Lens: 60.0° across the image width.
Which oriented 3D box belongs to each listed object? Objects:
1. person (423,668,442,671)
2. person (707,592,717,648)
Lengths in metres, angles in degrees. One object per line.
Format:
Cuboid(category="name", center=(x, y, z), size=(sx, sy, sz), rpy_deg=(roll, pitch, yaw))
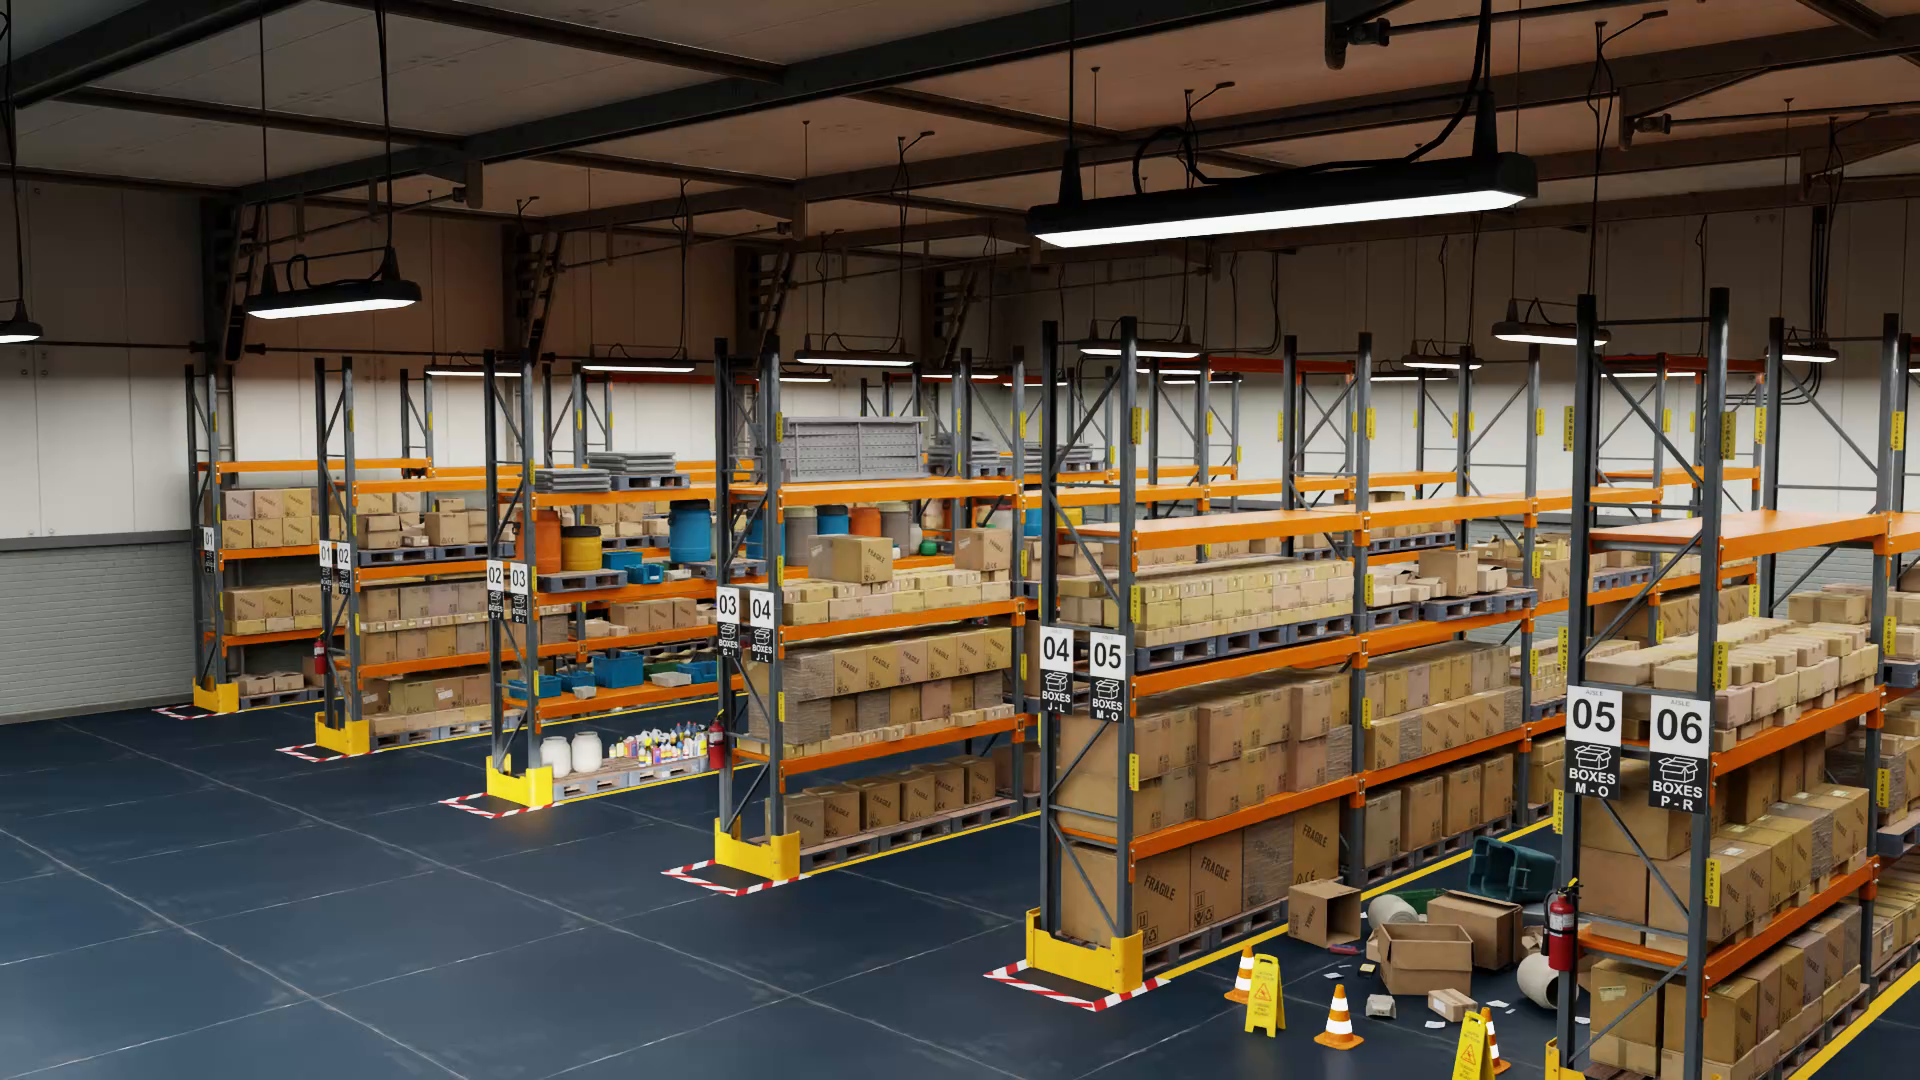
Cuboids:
Cuboid(category="person", center=(-9.551, 2.047, 30.004), size=(0.469, 1.673, 0.684), rpy_deg=(3, 5, 35))
Cuboid(category="person", center=(-4.812, 1.810, 33.057), size=(0.470, 1.600, 0.970), rpy_deg=(3, 5, 30))
